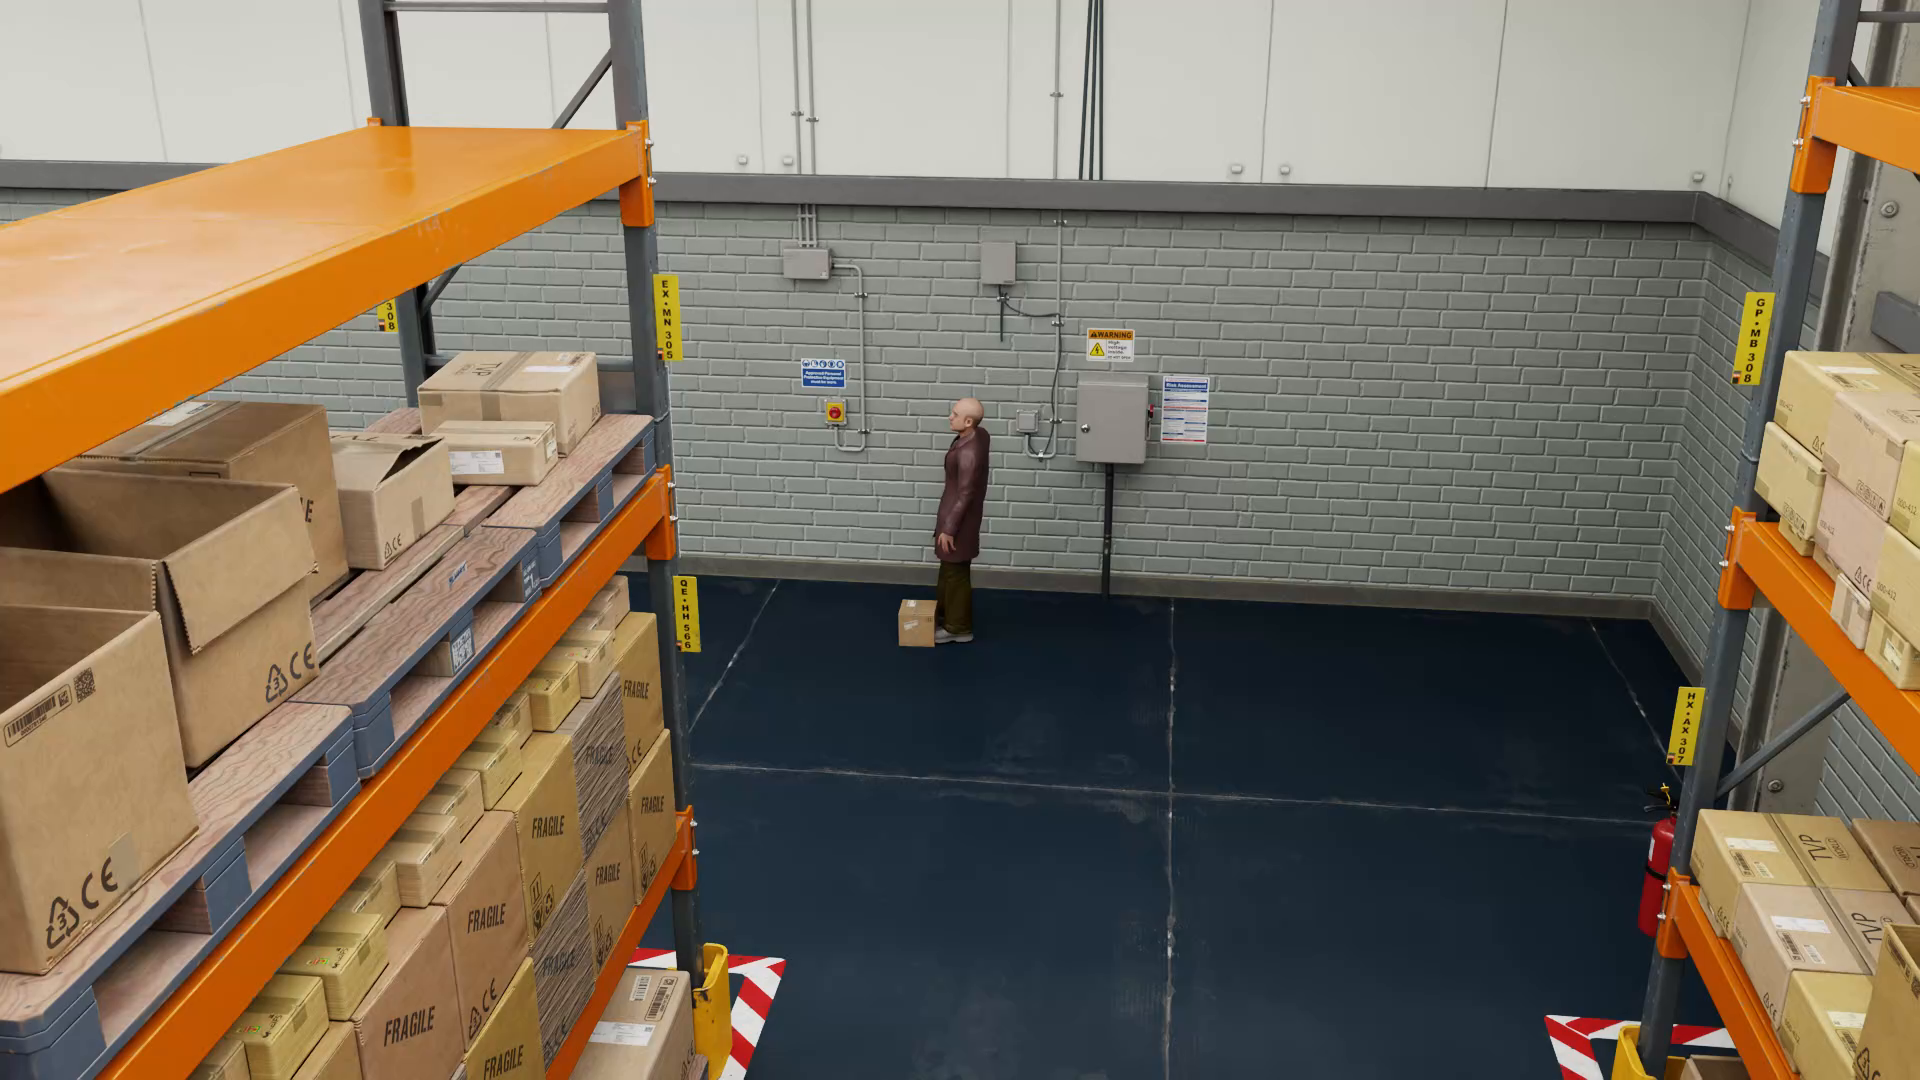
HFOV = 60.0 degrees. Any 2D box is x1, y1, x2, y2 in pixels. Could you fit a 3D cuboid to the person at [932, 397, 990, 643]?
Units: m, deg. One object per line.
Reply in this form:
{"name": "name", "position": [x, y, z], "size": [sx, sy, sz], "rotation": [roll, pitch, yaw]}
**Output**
{"name": "person", "position": [-0.099, -0.135, 11.431], "size": [0.579, 1.779, 0.698], "rotation": [2, 21, 6]}
